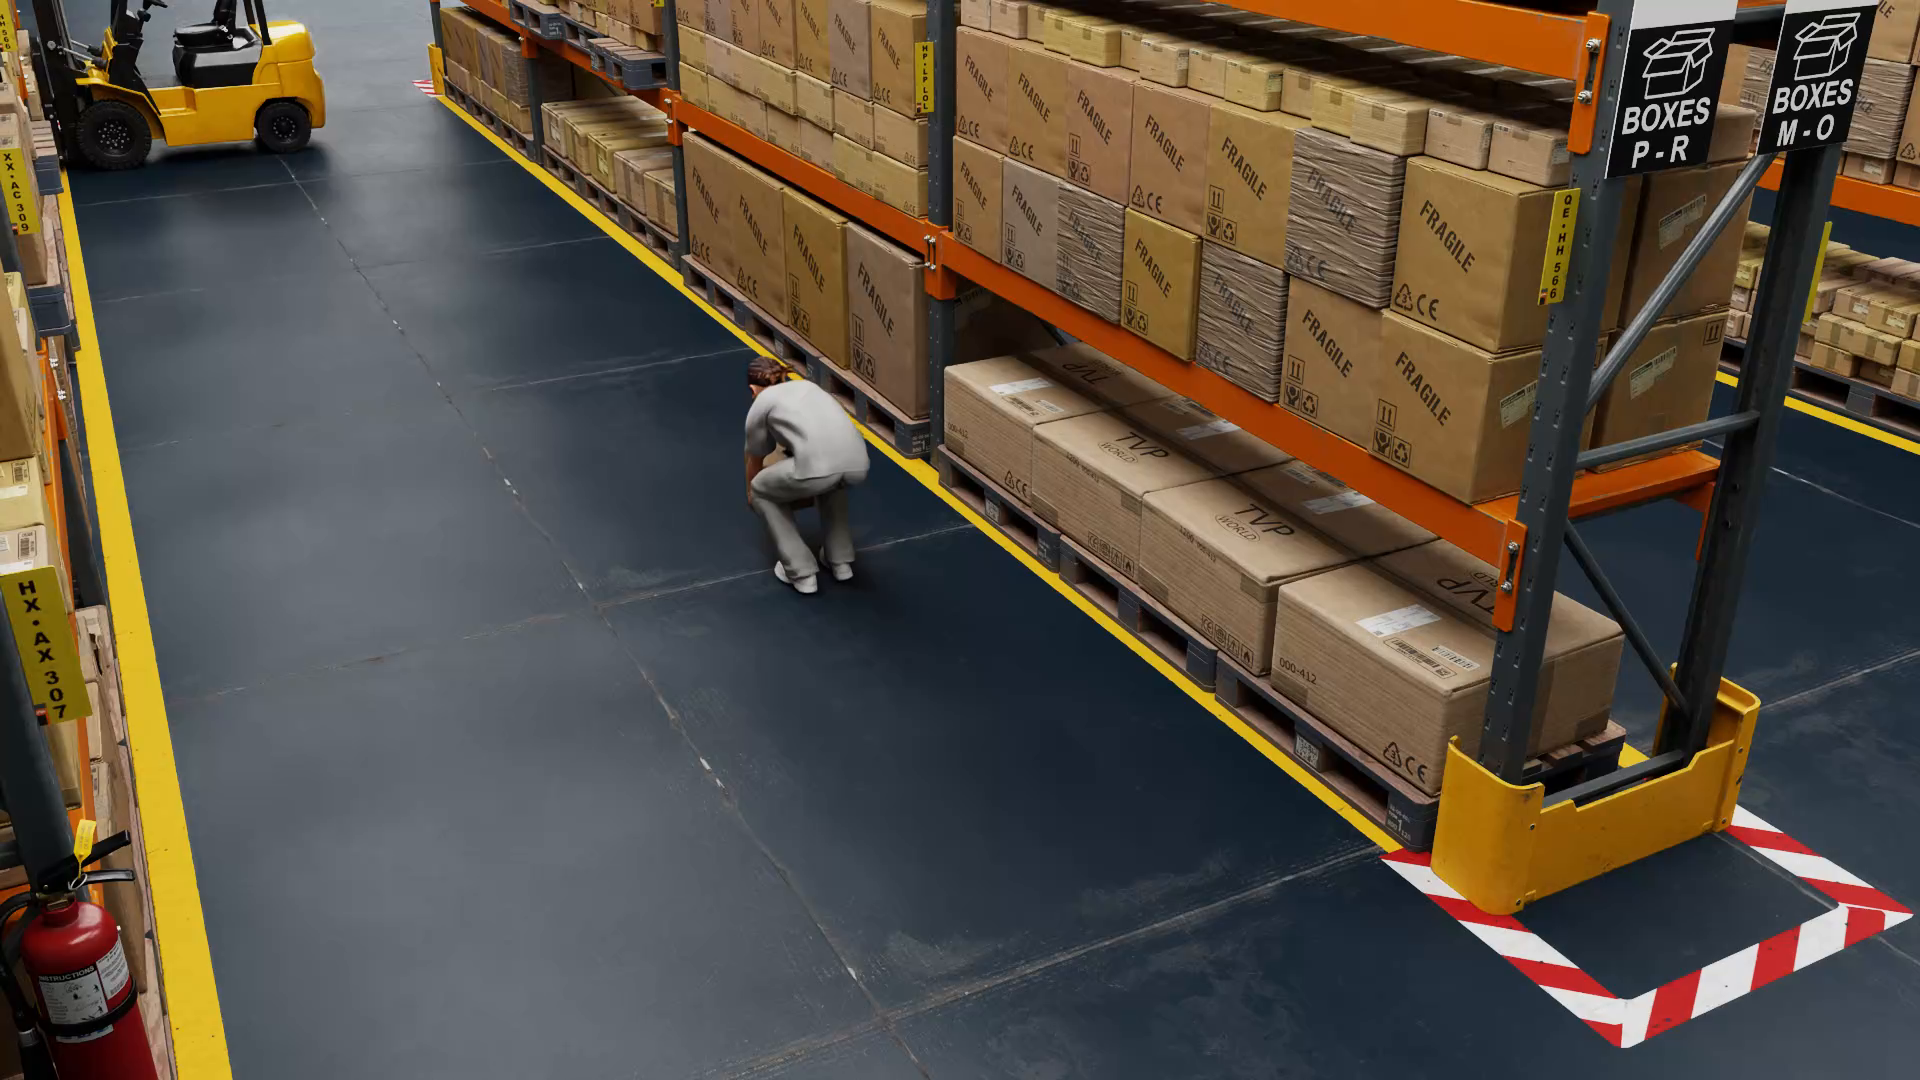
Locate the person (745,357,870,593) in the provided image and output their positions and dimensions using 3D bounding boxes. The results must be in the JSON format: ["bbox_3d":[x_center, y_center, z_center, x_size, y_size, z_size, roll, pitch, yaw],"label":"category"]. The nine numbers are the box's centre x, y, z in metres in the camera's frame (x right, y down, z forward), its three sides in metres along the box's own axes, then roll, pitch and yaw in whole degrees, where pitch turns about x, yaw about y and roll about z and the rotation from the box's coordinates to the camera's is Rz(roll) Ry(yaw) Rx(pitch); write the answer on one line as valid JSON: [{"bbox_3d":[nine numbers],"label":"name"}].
[{"bbox_3d":[-0.725,-0.308,7.591,0.468,0.953,0.851,-14,29,-27],"label":"person"}]
